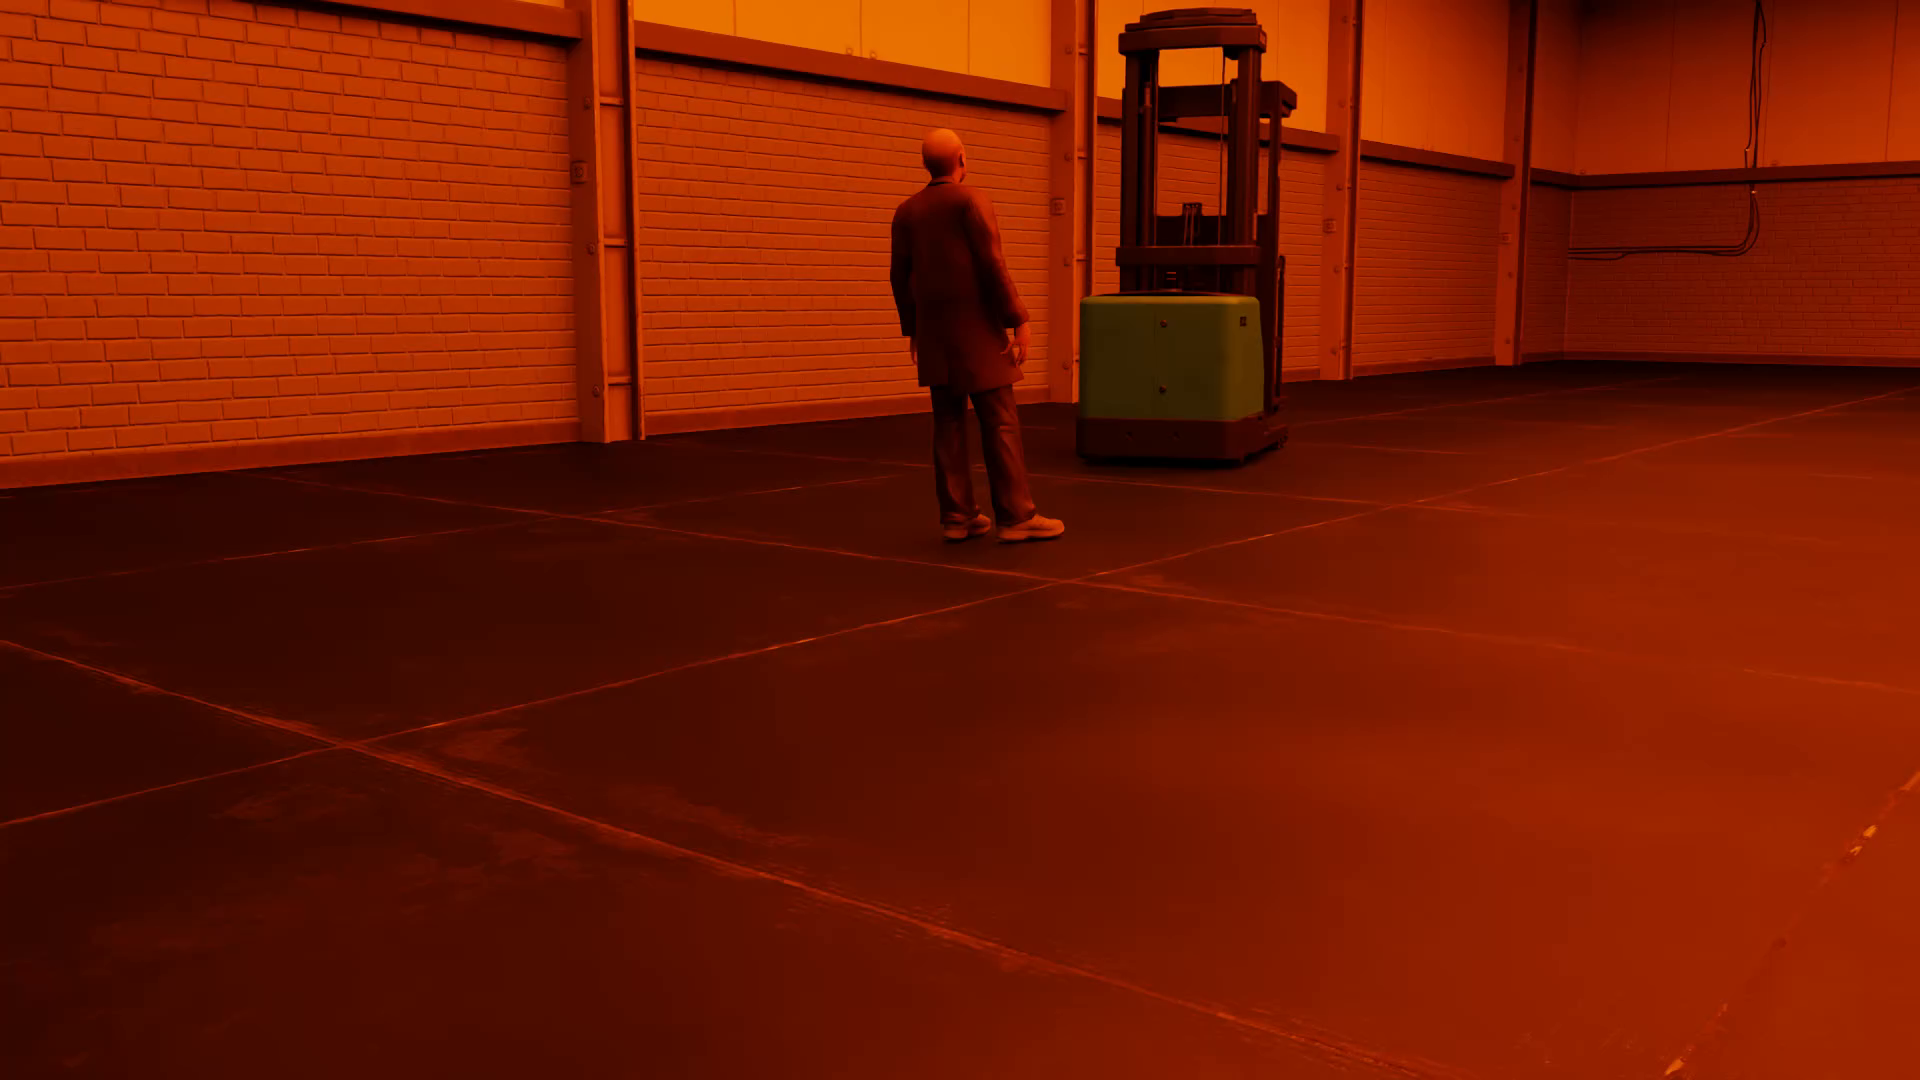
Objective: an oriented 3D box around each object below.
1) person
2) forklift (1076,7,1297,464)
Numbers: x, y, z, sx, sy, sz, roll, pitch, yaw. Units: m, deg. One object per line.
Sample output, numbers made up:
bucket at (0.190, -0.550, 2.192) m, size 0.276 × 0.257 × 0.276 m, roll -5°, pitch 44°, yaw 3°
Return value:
person at (0.061, -0.896, 7.342) m, size 0.696 × 1.775 × 0.582 m, roll 7°, pitch 11°, yaw 38°
forklift at (1.726, -2.106, 11.670) m, size 1.130 × 2.935 × 3.031 m, roll 3°, pitch 9°, yaw 20°
